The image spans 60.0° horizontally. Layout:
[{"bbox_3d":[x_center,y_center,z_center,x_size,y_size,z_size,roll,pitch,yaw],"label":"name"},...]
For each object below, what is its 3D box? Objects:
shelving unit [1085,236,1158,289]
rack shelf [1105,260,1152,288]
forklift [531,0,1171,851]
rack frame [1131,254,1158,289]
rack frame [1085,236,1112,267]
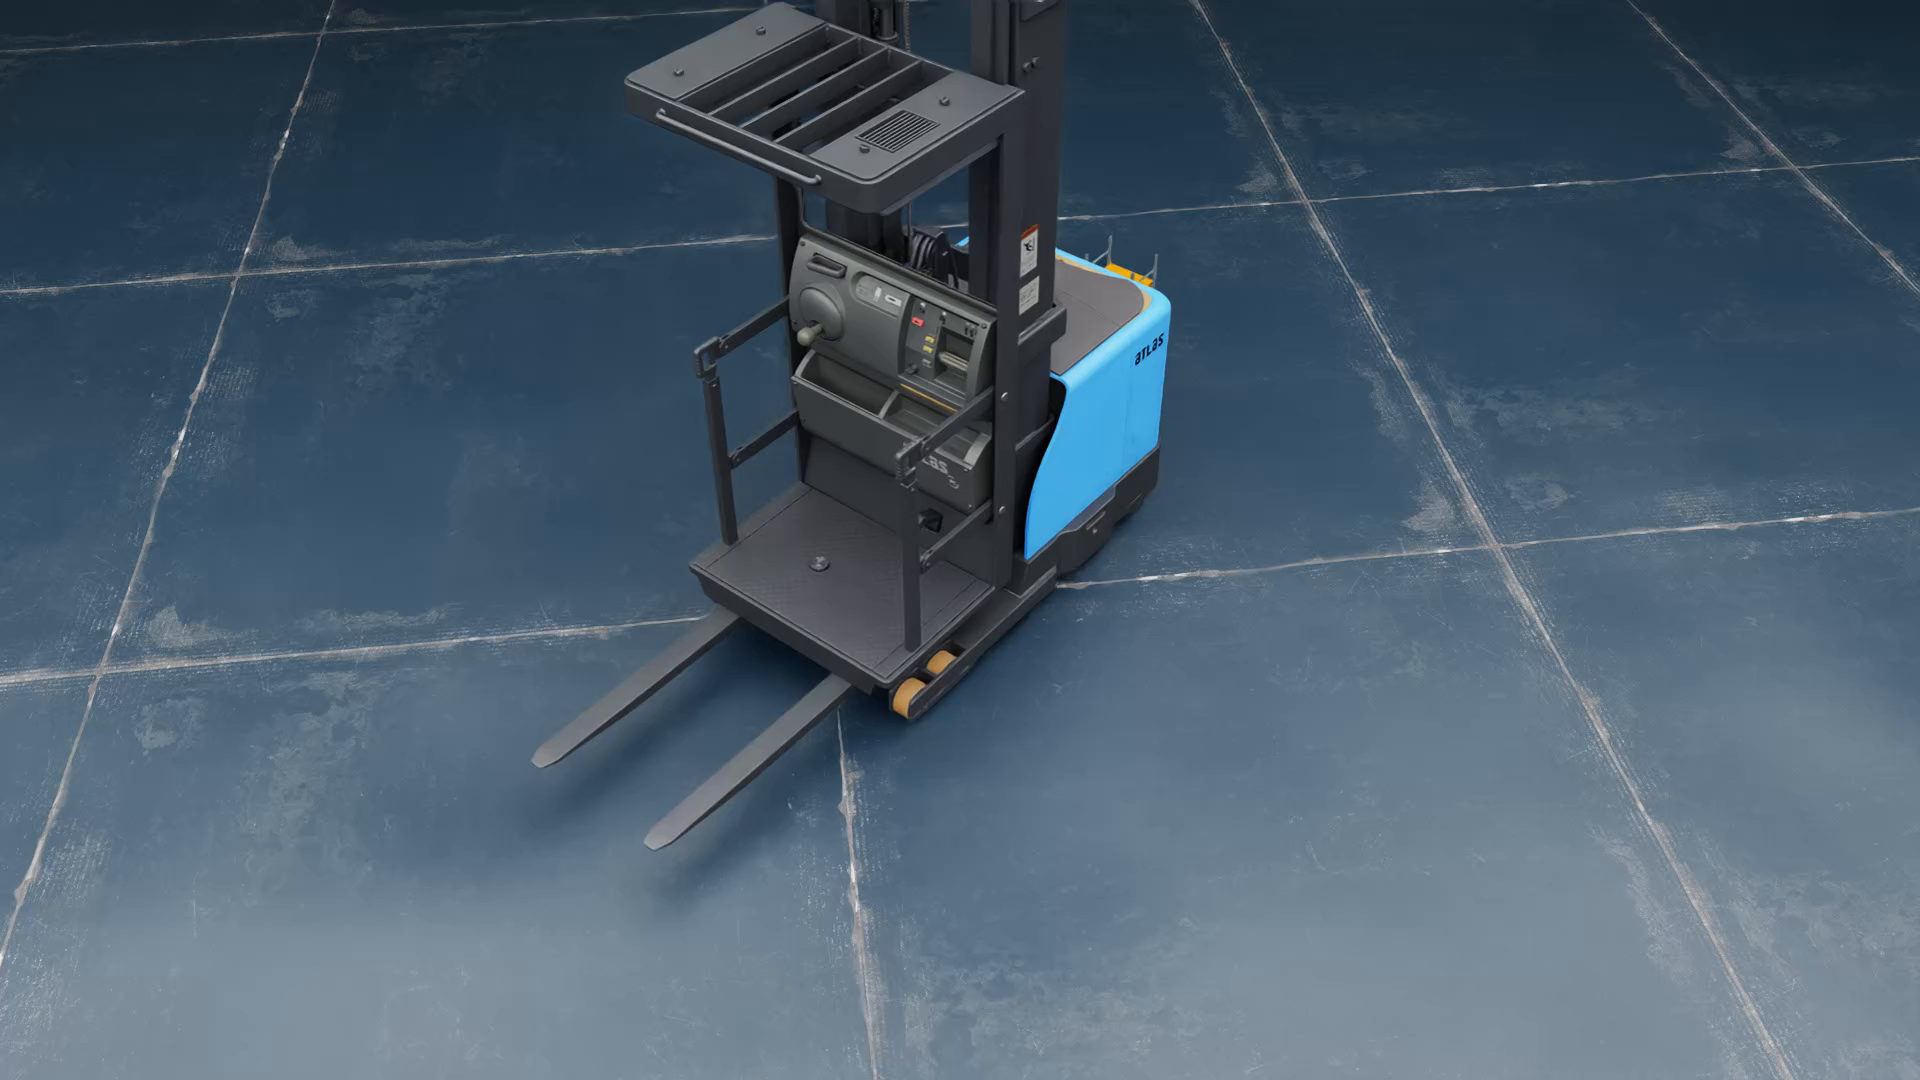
[{"bbox_3d":[0.708,-0.861,7.636,0.252,1.050,0.215,28,49,28],"label":"shelving unit"},{"bbox_3d":[0.708,-1.064,7.453,0.240,0.259,0.215,28,49,28],"label":"rack shelf"},{"bbox_3d":[-0.404,-0.750,6.108,1.130,2.935,3.031,28,49,28],"label":"forklift"},{"bbox_3d":[0.803,-0.810,7.579,0.008,1.050,0.200,28,49,28],"label":"rack frame"},{"bbox_3d":[0.612,-0.912,7.692,0.008,1.050,0.200,28,49,28],"label":"rack frame"}]
